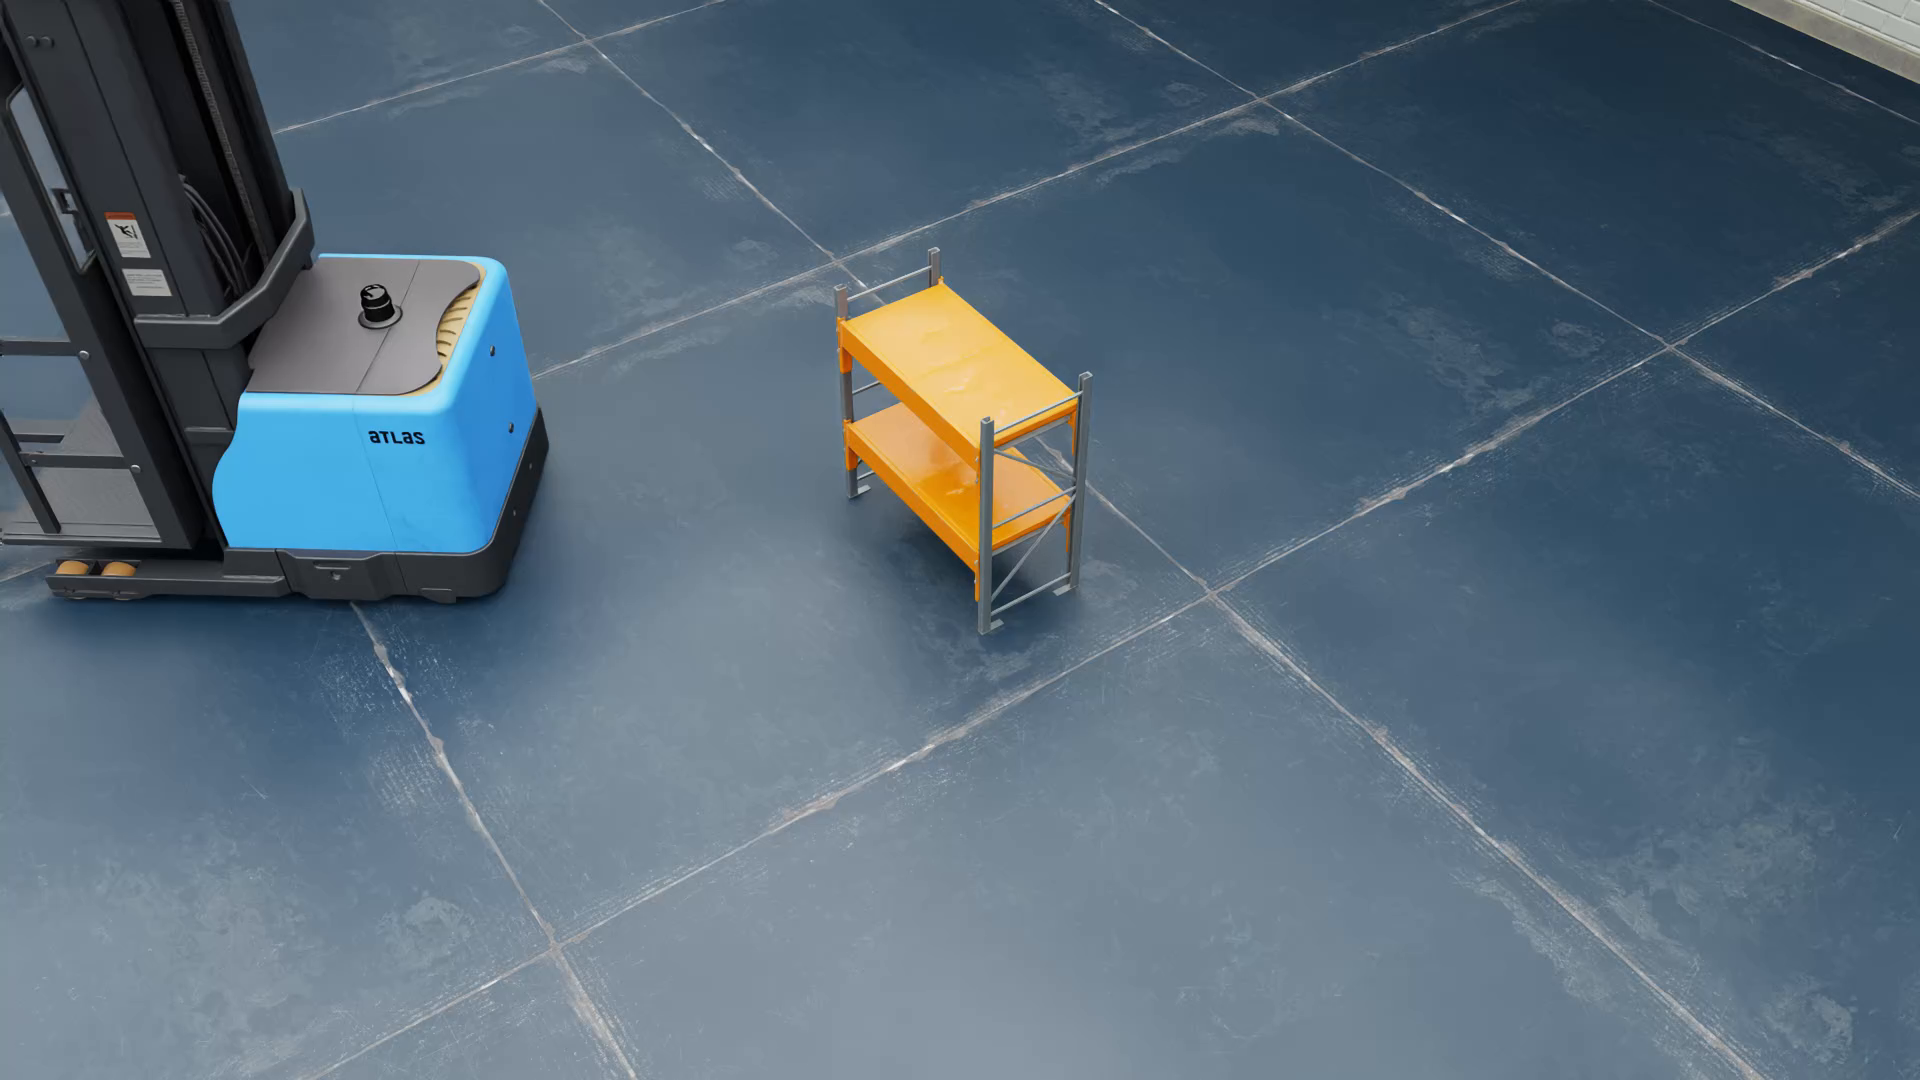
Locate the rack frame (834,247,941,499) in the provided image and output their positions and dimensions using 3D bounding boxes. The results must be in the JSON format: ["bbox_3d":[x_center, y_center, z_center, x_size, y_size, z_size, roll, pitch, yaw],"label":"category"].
[{"bbox_3d":[-0.295,-0.699,7.158,0.500,1.125,0.032,-26,49,-24],"label":"rack frame"}]

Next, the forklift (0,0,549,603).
[{"bbox_3d":[-3.402,-1.171,6.345,3.031,2.935,1.130,2,44,2],"label":"forklift"}]

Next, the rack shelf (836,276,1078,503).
[{"bbox_3d":[-0.004,-0.622,6.654,0.538,0.278,1.000,-26,49,-24],"label":"rack shelf"}]

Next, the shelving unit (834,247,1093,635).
[{"bbox_3d":[-0.004,-0.411,6.857,0.538,1.125,1.048,-26,49,-24],"label":"shelving unit"}]

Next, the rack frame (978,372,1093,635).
[{"bbox_3d":[0.287,-0.123,6.555,0.500,1.125,0.032,-26,49,-24],"label":"rack frame"}]

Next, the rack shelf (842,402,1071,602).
[{"bbox_3d":[-0.004,-0.234,7.025,0.538,0.278,1.000,-26,49,-24],"label":"rack shelf"}]
